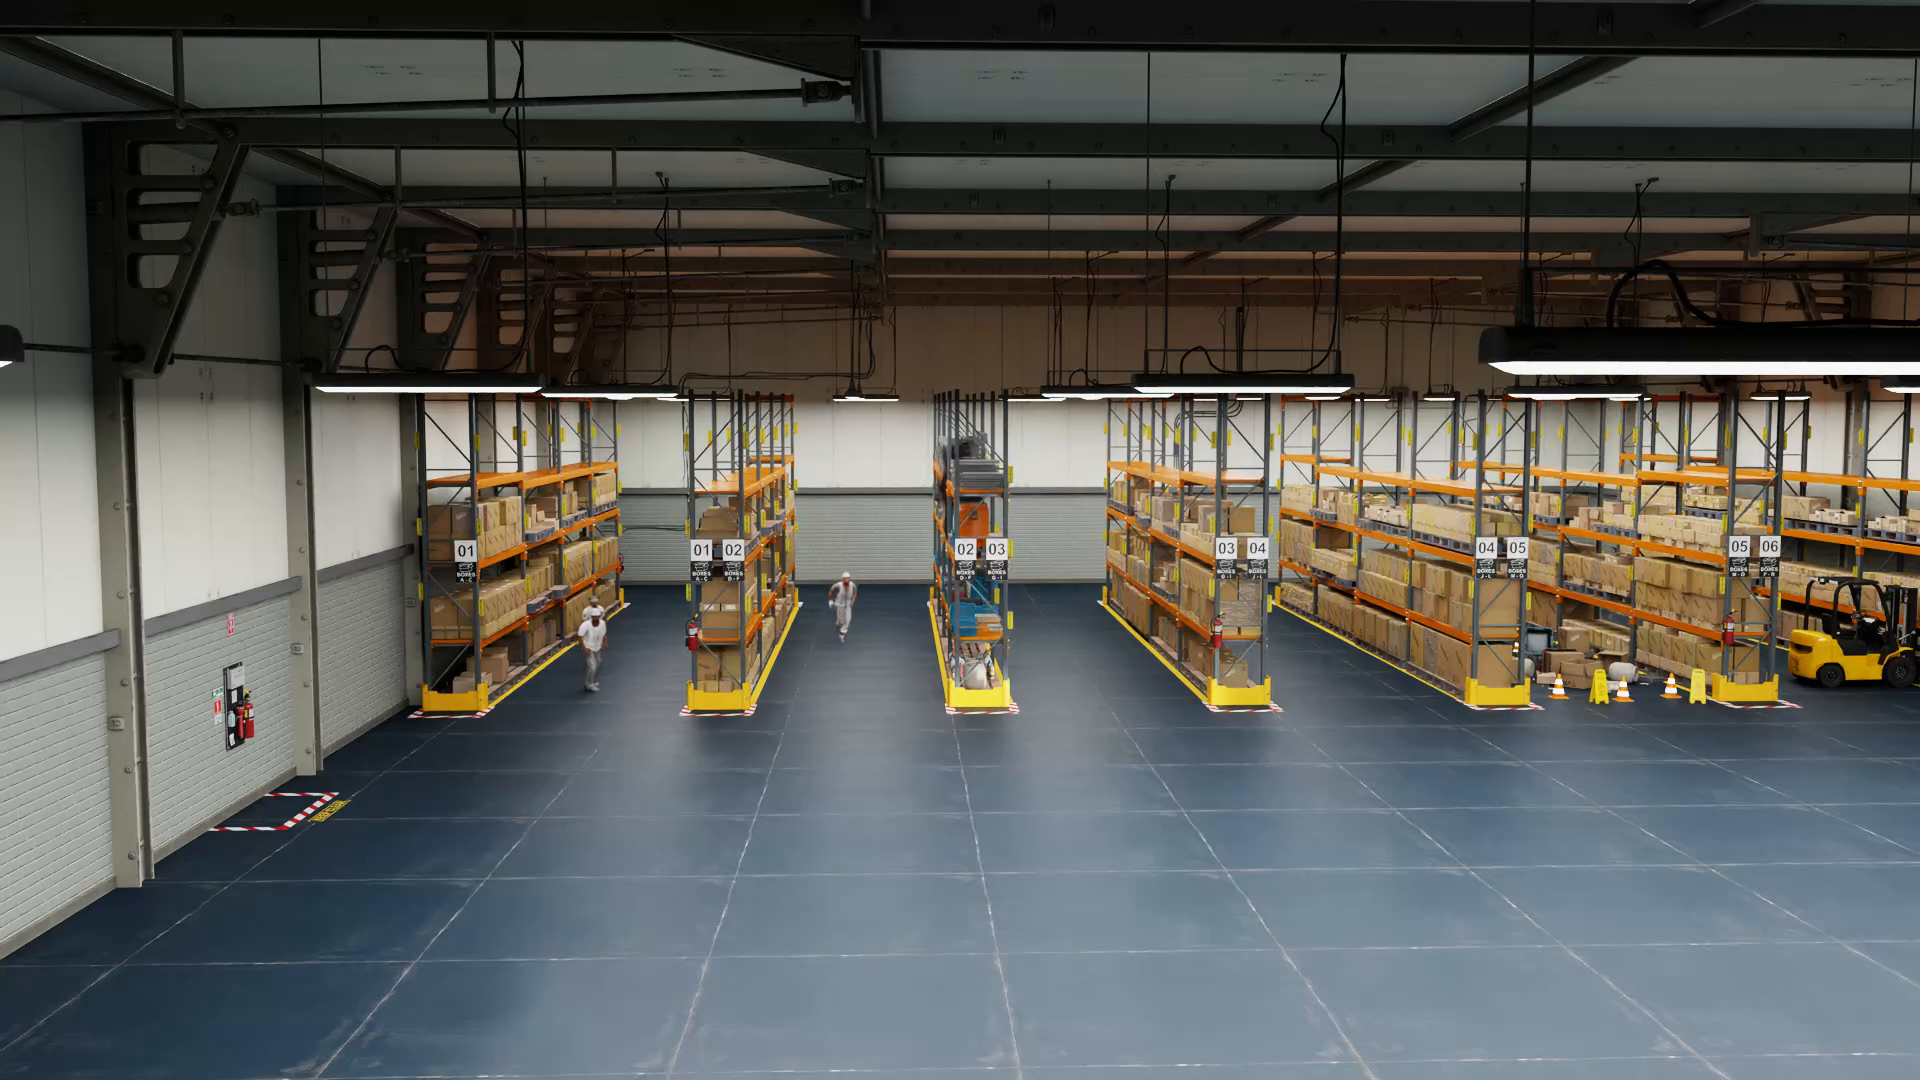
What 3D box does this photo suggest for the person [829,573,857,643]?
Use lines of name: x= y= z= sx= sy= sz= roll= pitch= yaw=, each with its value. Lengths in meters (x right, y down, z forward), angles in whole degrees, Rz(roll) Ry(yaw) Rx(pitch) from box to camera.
person: x=-2.816 y=1.618 z=40.097 sx=0.658 sy=1.712 sz=0.759 roll=-2 pitch=5 yaw=-24

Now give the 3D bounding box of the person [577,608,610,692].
person: x=-7.368 y=2.185 z=33.186 sx=0.810 sy=1.708 sz=0.680 roll=4 pitch=6 yaw=37

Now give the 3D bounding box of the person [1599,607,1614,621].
person: x=16.947 y=1.359 z=43.855 sx=0.606 sy=1.612 sz=0.655 roll=-2 pitch=5 yaw=-20

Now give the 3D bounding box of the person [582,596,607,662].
person: x=-8.004 y=1.979 z=36.377 sx=0.559 sy=1.574 sz=0.729 roll=-3 pitch=5 yaw=-29
